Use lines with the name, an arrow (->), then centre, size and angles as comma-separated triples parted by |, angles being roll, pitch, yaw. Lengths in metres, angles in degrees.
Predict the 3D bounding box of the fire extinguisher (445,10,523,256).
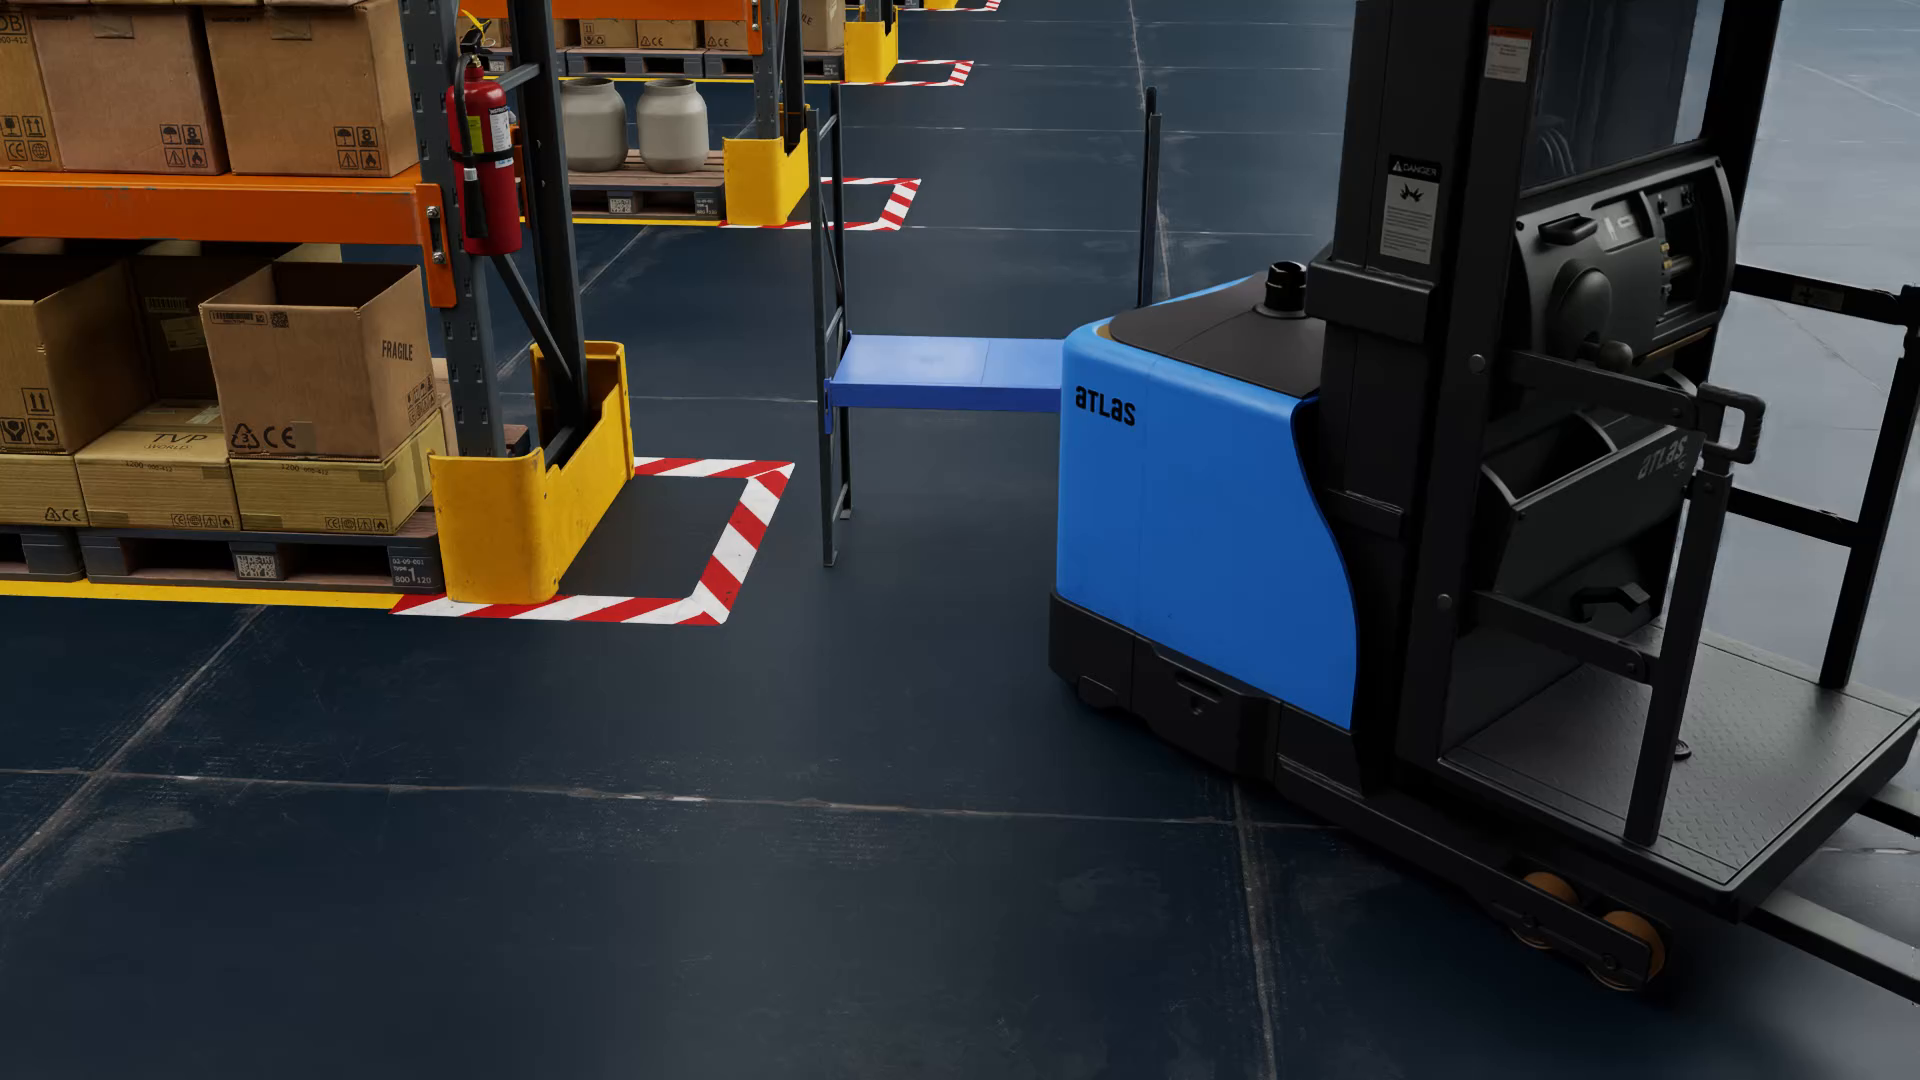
fire extinguisher -> -1.385, -1.170, 4.796 | 0.183, 0.674, 0.296 | 2, 25, 4

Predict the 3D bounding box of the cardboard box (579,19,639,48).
cardboard box -> -3.101, -4.682, 14.825 | 0.500, 0.500, 0.500 | 0, 25, -1

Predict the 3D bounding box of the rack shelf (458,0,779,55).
rack shelf -> -3.078, -3.204, 9.985 | 4.000, 0.370, 1.077 | 2, 25, 4

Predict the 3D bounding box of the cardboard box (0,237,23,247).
cardboard box -> -3.480, -0.844, 5.885 | 0.500, 0.500, 0.500 | 2, 25, 4

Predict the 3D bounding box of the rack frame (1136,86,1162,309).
rack frame -> 0.592, -0.662, 5.395 | 0.032, 1.500, 0.500 | 2, 25, 4

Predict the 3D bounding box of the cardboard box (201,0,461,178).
cardboard box -> -1.931, -1.468, 5.232 | 0.500, 0.500, 0.700 | 2, 25, 4

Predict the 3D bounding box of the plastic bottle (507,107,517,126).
plastic bottle -> -2.868, -2.615, 10.582 | 0.097, 0.271, 0.097 | 0, 25, 0

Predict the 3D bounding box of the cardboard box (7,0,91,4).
cardboard box -> -2.629, -1.700, 4.961 | 0.250, 0.149, 0.380 | 2, 25, 5

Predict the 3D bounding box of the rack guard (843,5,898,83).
rack guard -> -0.781, -4.398, 14.709 | 0.348, 0.500, 1.175 | 2, 25, 4

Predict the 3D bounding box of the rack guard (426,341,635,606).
rack guard -> -1.443, -0.266, 5.730 | 0.348, 0.500, 1.175 | 2, 25, 4

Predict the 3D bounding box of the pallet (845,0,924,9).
pallet -> -1.028, -6.321, 19.235 | 1.213, 0.211, 1.003 | 2, 25, 4

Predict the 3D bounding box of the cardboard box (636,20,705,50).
cardboard box -> -2.548, -4.646, 14.746 | 0.500, 0.500, 0.500 | 4, 25, 9

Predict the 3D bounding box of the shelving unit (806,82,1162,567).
shelving unit -> 0.085, -0.679, 5.431 | 1.048, 1.500, 0.538 | 2, 25, 4

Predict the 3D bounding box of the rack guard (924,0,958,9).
rack guard -> -0.200, -6.459, 19.188 | 0.348, 0.500, 1.175 | 2, 25, 4

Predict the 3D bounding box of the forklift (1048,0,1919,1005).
forklift -> 1.621, -0.593, 3.533 | 1.130, 2.935, 3.031 | -21, 32, -38

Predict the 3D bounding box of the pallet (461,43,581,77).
pallet -> -4.021, -4.385, 15.028 | 1.213, 0.211, 1.003 | 2, 25, 4

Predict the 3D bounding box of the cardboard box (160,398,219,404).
cardboard box -> -2.483, -0.468, 5.966 | 0.500, 0.250, 0.500 | 2, 25, 4

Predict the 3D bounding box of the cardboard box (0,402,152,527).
cardboard box -> -3.022, -0.264, 5.523 | 0.500, 0.250, 0.500 | 2, 25, 4

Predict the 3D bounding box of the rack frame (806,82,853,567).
rack frame -> -0.422, -0.695, 5.466 | 0.032, 1.500, 0.500 | 2, 25, 4

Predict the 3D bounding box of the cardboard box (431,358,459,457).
cardboard box -> -1.985, -0.454, 5.935 | 0.500, 0.250, 0.500 | 2, 25, 4

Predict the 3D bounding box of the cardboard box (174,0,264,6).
cardboard box -> -2.124, -1.683, 4.923 | 0.250, 0.149, 0.380 | 2, 25, 5

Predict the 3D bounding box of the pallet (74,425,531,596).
pallet -> -2.233, -0.143, 5.807 | 1.213, 0.211, 1.003 | 2, 25, 4

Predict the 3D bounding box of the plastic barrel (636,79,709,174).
plastic barrel -> -1.746, -2.516, 10.104 | 0.421, 0.512, 0.421 | 0, 25, 0

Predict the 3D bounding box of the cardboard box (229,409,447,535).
cardboard box -> -2.024, -0.238, 5.466 | 0.500, 0.250, 0.500 | 2, 25, 4

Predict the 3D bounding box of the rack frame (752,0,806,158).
rack frame -> -1.084, -3.467, 9.695 | 0.127, 3.000, 1.000 | 2, 25, 4

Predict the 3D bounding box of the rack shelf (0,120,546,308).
rack shelf -> -3.461, -1.139, 5.498 | 4.000, 0.370, 1.077 | 2, 25, 4

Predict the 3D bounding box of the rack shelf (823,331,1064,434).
rack shelf -> 0.085, -0.515, 5.506 | 1.000, 0.185, 0.538 | 2, 25, 4

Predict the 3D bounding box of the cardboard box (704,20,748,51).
cardboard box -> -1.925, -4.618, 14.685 | 0.500, 0.500, 0.500 | 8, 26, 18

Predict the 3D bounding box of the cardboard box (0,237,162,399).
cardboard box -> -2.983, -0.820, 5.834 | 0.500, 0.500, 0.500 | 2, 25, 4

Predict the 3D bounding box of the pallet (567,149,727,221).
pallet -> -1.973, -2.211, 10.302 | 1.213, 0.211, 1.003 | 2, 25, 4

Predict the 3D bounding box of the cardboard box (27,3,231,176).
cardboard box -> -2.455, -1.483, 5.264 | 0.500, 0.500, 0.700 | 2, 25, 5

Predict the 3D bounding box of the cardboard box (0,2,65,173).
cardboard box -> -2.950, -1.501, 5.304 | 0.500, 0.500, 0.700 | 2, 25, 4

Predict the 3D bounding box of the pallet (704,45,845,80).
pallet -> -1.588, -4.307, 14.858 | 1.213, 0.211, 1.003 | 2, 25, 4

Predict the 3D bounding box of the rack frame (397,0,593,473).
rack frame -> -1.467, -1.402, 5.209 | 0.127, 3.000, 1.000 | 2, 25, 4

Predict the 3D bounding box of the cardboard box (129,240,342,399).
cardboard box -> -2.483, -0.810, 5.811 | 0.500, 0.500, 0.500 | 2, 25, 4

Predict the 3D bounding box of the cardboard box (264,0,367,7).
cardboard box -> -1.862, -1.675, 4.906 | 0.250, 0.149, 0.380 | 1, 25, 3

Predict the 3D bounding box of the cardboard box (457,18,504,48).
cardboard box -> -4.297, -4.685, 14.830 | 0.500, 0.500, 0.500 | 1, 25, 2

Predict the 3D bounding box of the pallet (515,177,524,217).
pallet -> -3.186, -2.251, 10.389 | 1.213, 0.211, 1.003 | 2, 25, 4

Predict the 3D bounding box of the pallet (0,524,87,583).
pallet -> -3.446, -0.183, 5.894 | 1.213, 0.211, 1.003 | 2, 25, 4

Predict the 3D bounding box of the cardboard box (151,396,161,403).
cardboard box -> -2.982, -0.484, 6.001 | 0.500, 0.250, 0.500 | 2, 25, 4

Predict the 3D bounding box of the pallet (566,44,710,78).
pallet -> -2.801, -4.347, 14.946 | 1.213, 0.211, 1.003 | 2, 25, 4

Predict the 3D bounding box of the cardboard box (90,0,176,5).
cardboard box -> -2.379, -1.691, 4.941 | 0.250, 0.149, 0.380 | 1, 25, 3

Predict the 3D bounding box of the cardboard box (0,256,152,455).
cardboard box -> -3.023, -0.604, 5.363 | 0.500, 0.500, 0.500 | 2, 25, 4

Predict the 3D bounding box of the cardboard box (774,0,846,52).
cardboard box -> -1.326, -4.613, 14.675 | 0.500, 0.500, 0.500 | 6, 25, 14

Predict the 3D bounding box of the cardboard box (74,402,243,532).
cardboard box -> -2.524, -0.249, 5.490 | 0.500, 0.250, 0.500 | 2, 25, 4

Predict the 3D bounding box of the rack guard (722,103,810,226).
rack guard -> -1.163, -2.314, 10.180 | 0.348, 0.500, 1.175 | 2, 25, 4

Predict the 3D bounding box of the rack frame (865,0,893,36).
rack frame -> -0.705, -5.531, 14.182 | 0.127, 3.000, 1.000 | 2, 25, 4

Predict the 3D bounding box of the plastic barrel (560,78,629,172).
plastic barrel -> -2.246, -2.532, 10.139 | 0.421, 0.512, 0.421 | 0, 25, 0

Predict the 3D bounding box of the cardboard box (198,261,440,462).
cardboard box -> -2.024, -0.578, 5.307 | 0.500, 0.500, 0.500 | 2, 25, 4

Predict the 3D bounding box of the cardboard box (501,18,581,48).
cardboard box -> -3.726, -4.669, 14.797 | 0.500, 0.500, 0.500 | 10, 27, 21
